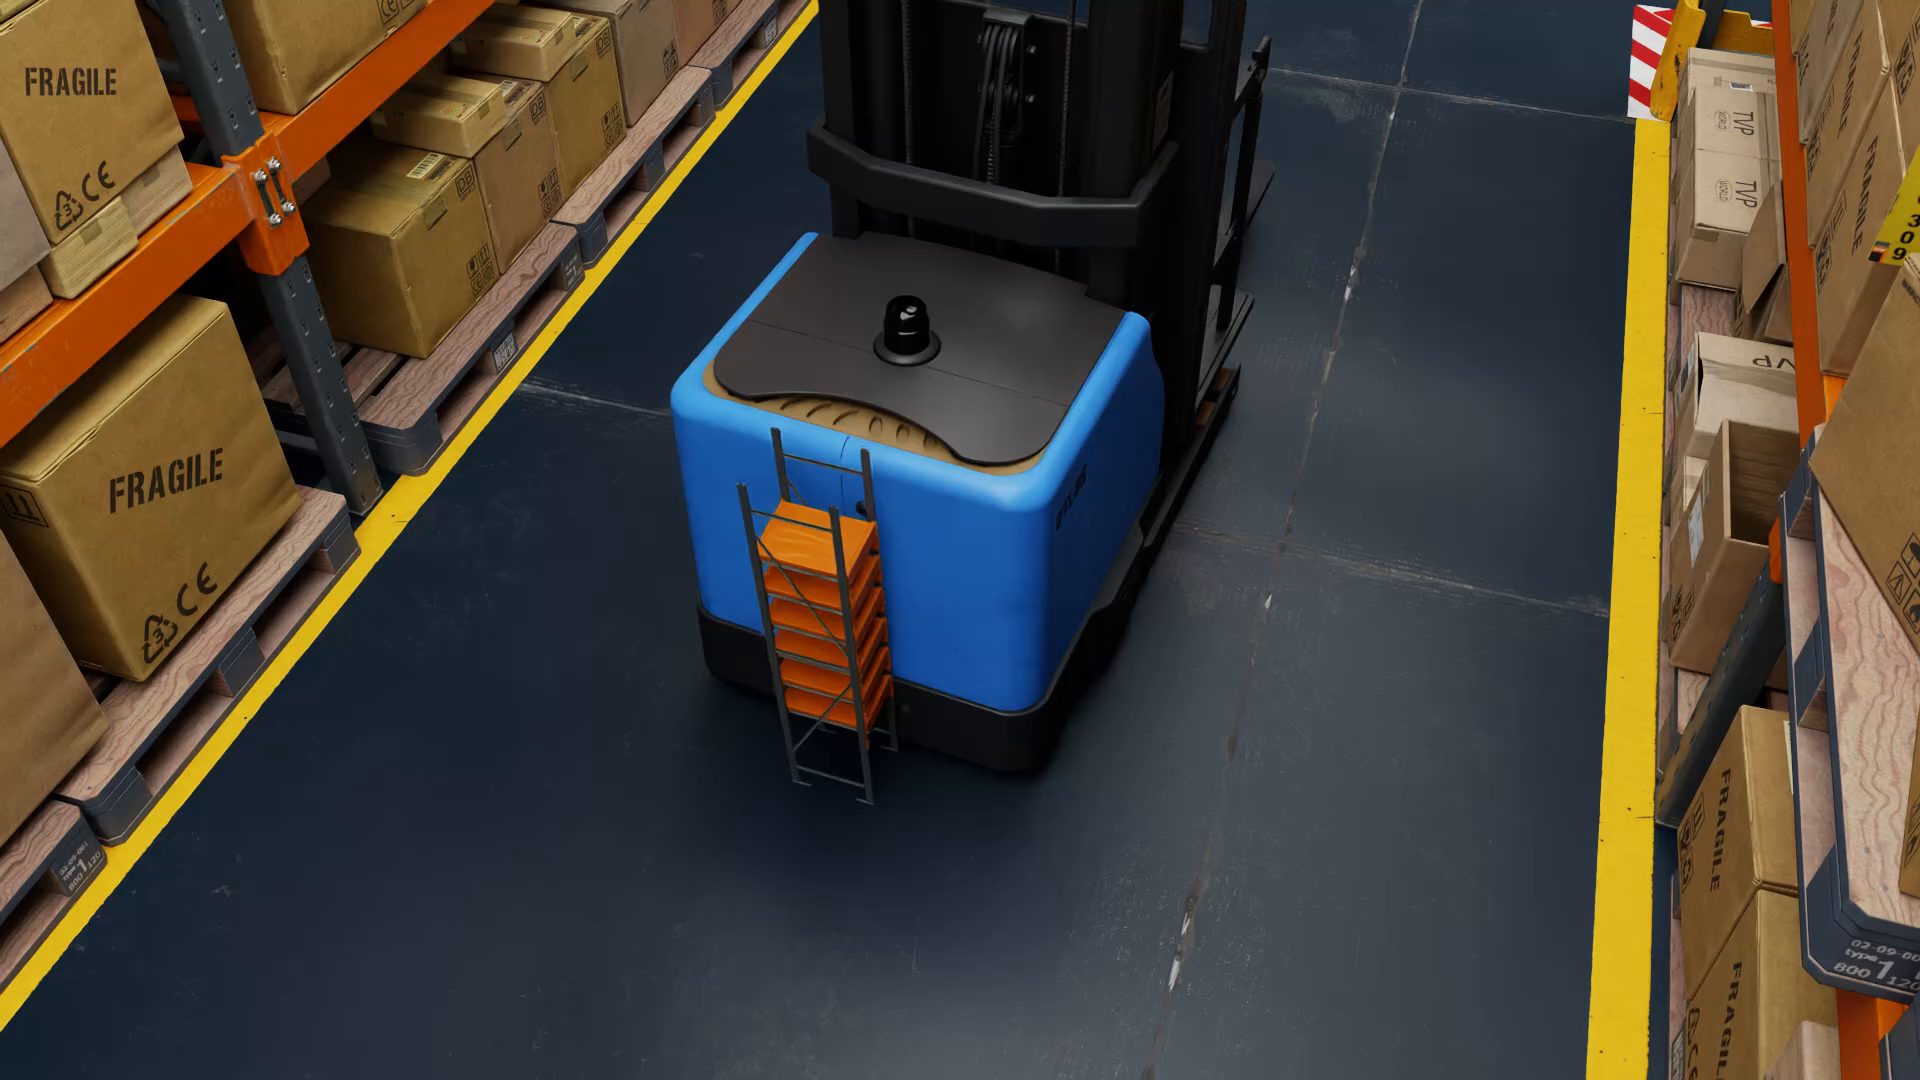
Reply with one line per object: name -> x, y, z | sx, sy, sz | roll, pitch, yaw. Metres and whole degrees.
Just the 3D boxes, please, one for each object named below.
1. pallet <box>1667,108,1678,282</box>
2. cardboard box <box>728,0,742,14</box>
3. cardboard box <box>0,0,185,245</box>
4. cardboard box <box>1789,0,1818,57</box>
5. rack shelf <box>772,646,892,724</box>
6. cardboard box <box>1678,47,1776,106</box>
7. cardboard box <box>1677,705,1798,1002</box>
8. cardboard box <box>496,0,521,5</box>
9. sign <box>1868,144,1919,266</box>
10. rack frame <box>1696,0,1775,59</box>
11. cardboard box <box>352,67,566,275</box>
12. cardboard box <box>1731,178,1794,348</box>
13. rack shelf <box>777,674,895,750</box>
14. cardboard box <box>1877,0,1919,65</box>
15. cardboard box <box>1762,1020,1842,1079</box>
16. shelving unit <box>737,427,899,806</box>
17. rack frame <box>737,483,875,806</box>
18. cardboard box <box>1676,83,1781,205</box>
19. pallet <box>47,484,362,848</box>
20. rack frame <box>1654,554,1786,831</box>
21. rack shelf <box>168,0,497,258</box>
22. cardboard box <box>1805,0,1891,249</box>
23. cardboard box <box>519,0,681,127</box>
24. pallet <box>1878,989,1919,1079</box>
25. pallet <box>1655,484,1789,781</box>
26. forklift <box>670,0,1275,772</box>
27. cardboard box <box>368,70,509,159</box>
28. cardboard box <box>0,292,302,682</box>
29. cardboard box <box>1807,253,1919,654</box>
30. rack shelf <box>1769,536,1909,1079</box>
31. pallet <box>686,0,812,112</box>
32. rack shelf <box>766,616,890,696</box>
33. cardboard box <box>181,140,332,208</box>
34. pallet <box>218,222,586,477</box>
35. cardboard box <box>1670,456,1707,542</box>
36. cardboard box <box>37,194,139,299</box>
pallet -> 3.307, -1.327, 6.456 | 1.003, 0.211, 1.213 | 13, 46, 13
cardboard box -> -1.269, -2.722, 7.374 | 0.700, 0.500, 0.500 | 13, 46, 13
cardboard box -> -2.263, -1.075, 3.905 | 0.500, 0.500, 0.500 | 12, 46, 12
cardboard box -> 2.726, -1.690, 4.761 | 0.500, 0.500, 0.500 | 13, 46, 13
rack shelf -> -0.327, 0.340, 4.270 | 0.258, 0.103, 0.180 | 14, 51, 14
cardboard box -> 3.116, -1.838, 6.708 | 0.380, 0.149, 0.250 | 13, 46, 13
cardboard box -> 1.980, 0.767, 3.794 | 0.500, 0.500, 0.500 | 11, 45, 11
cardboard box -> -1.881, -2.066, 6.239 | 0.380, 0.149, 0.250 | 12, 46, 12
sign -> 1.840, -0.659, 3.160 | 0.100, 0.325, 0.005 | 13, 46, 13
rack frame -> 3.570, -2.906, 6.075 | 1.000, 3.000, 0.127 | 13, 46, 13
cardboard box -> -1.884, -1.355, 5.977 | 0.700, 0.500, 0.500 | 12, 46, 12
cardboard box -> 2.923, -0.759, 5.351 | 0.797, 0.503, 0.637 | 13, 46, 13
rack shelf -> -0.323, 0.419, 4.361 | 0.258, 0.103, 0.180 | 14, 51, 14
cardboard box -> 2.418, -1.367, 3.716 | 0.500, 0.500, 0.500 | 12, 46, 12
cardboard box -> 1.677, 1.165, 2.851 | 0.500, 0.250, 0.500 | 13, 46, 13
shelving unit -> -0.331, 0.232, 4.147 | 0.258, 1.200, 0.189 | 14, 51, 14
rack frame -> -0.362, 0.297, 4.090 | 0.240, 1.200, 0.006 | 14, 51, 14
cardboard box -> 2.984, -1.445, 6.234 | 0.500, 0.250, 0.500 | 13, 46, 13
pallet -> -2.525, 0.240, 4.854 | 1.003, 0.211, 1.213 | 13, 46, 13
rack frame -> 2.359, -0.240, 3.351 | 1.000, 3.000, 0.127 | 13, 46, 13
rack shelf -> -1.758, -2.363, 6.034 | 1.077, 0.370, 4.000 | 13, 46, 13
cardboard box -> 2.421, -1.007, 4.063 | 0.500, 0.500, 0.500 | 14, 46, 14
cardboard box -> -1.572, -2.053, 6.690 | 0.700, 0.500, 0.500 | 11, 45, 11
pallet -> 1.732, 1.197, 2.019 | 1.003, 0.211, 1.213 | 13, 46, 13
pallet -> 2.568, 0.299, 4.794 | 1.003, 0.211, 1.213 | 13, 46, 13
forklift -> 0.307, -1.461, 4.647 | 1.130, 2.935, 3.031 | 17, 47, 16
cardboard box -> -1.761, -1.442, 5.602 | 0.380, 0.149, 0.250 | 14, 46, 14
cardboard box -> -2.436, -0.208, 4.555 | 0.750, 0.750, 0.750 | 13, 46, 13
cardboard box -> 2.002, -0.158, 2.895 | 0.700, 0.500, 0.500 | -1, 44, -1
rack shelf -> 1.753, 1.350, 2.240 | 1.077, 0.370, 4.000 | 13, 46, 13
pallet -> -1.319, -2.407, 7.559 | 1.003, 0.211, 1.213 | 13, 46, 13
rack shelf -> -0.330, 0.261, 4.180 | 0.258, 0.103, 0.180 | 14, 51, 14
cardboard box -> -2.272, -1.198, 5.352 | 0.380, 0.149, 0.250 | 12, 46, 12
pallet -> -2.058, -0.781, 5.897 | 1.003, 0.211, 1.213 | 13, 46, 13
cardboard box -> 2.318, -0.081, 4.912 | 0.380, 0.149, 0.250 | 13, 46, 13
cardboard box -> -2.250, -0.746, 4.033 | 0.380, 0.149, 0.250 | 13, 46, 13
